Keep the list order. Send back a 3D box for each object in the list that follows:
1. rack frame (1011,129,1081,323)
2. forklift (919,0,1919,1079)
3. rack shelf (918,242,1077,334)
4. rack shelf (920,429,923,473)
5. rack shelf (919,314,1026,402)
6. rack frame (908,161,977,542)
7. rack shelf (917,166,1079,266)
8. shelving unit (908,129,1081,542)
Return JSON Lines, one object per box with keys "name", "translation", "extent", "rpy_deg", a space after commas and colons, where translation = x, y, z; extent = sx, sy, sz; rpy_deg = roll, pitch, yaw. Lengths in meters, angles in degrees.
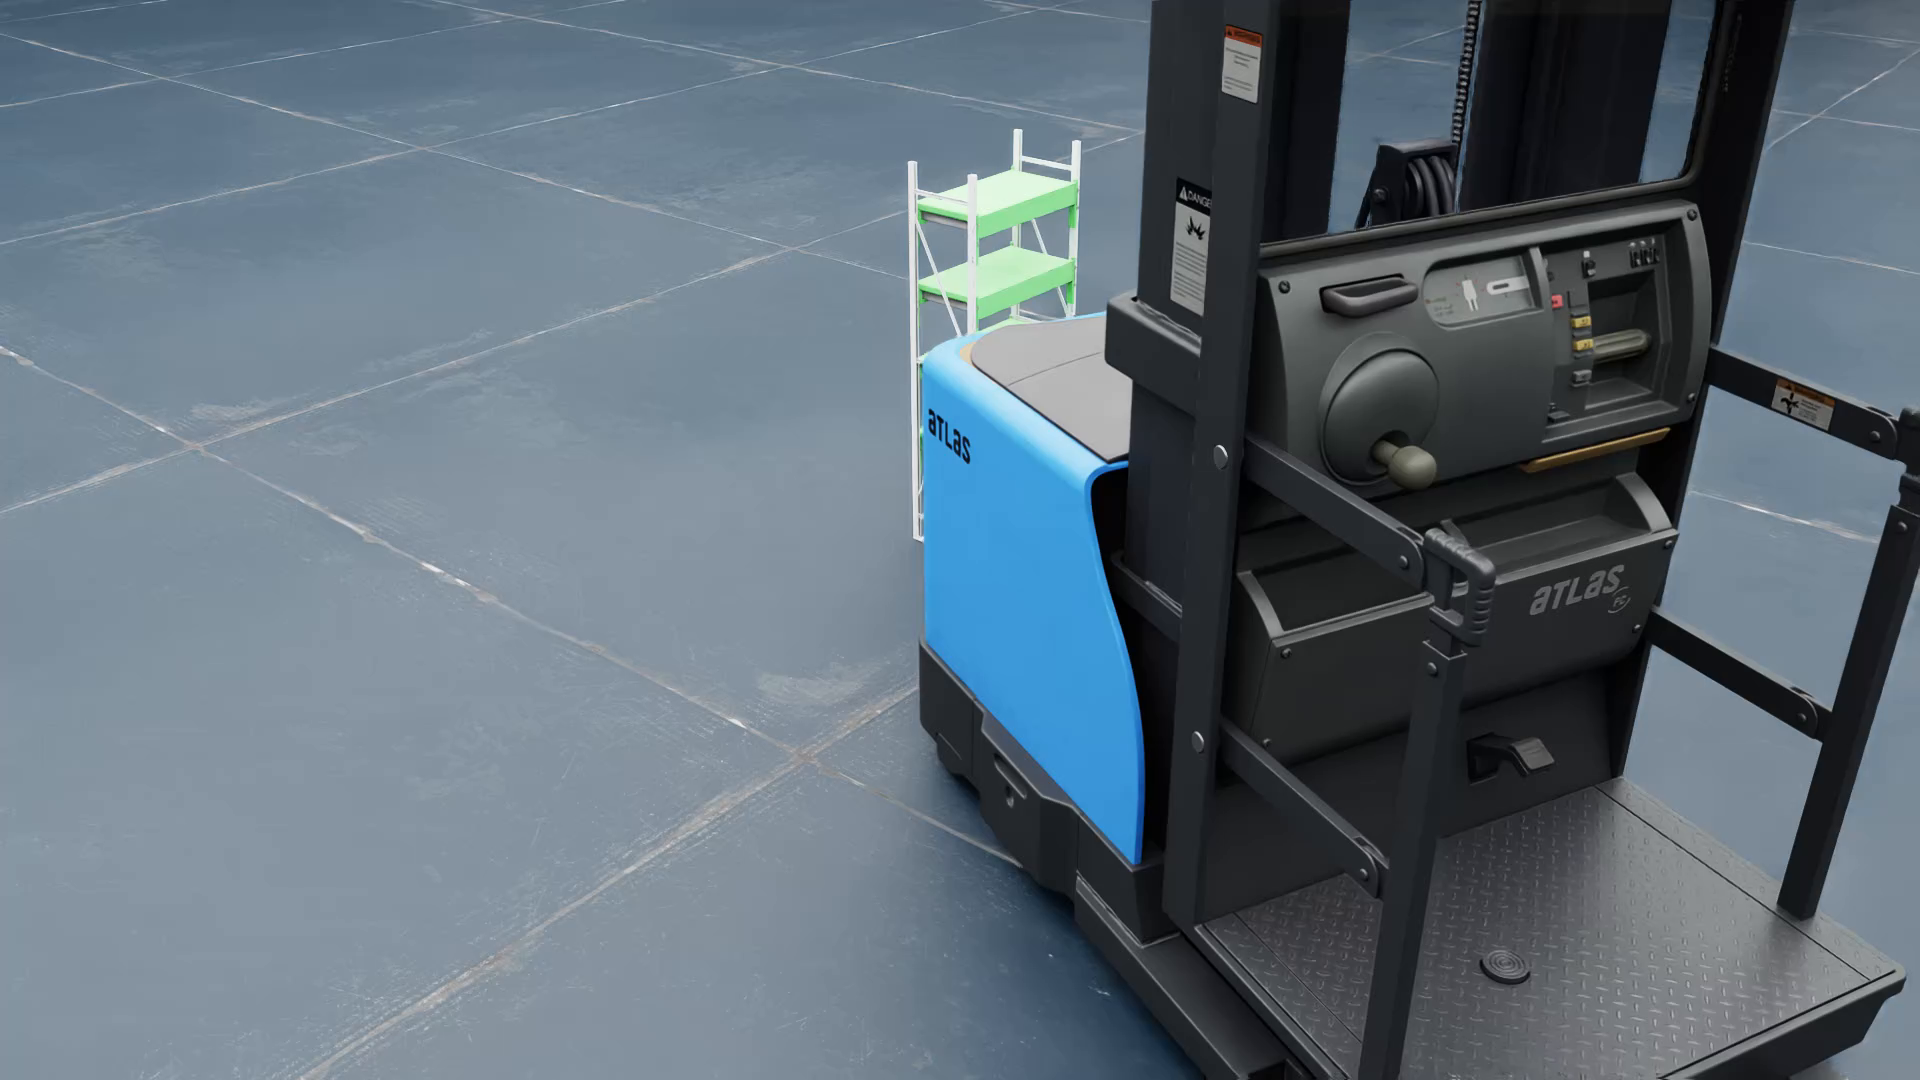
{"name": "rack frame", "translation": [0.261, -0.678, 5.255], "extent": [0.240, 1.200, 0.015], "rpy_deg": [21, 34, 34]}
{"name": "forklift", "translation": [1.007, -0.294, 2.628], "extent": [1.130, 2.935, 3.031], "rpy_deg": [-13, 30, -23]}
{"name": "rack shelf", "translation": [0.105, -0.748, 5.007], "extent": [0.258, 0.148, 0.480], "rpy_deg": [21, 34, 34]}
{"name": "rack shelf", "translation": [0.105, -0.322, 5.227], "extent": [0.258, 0.148, 0.480], "rpy_deg": [21, 34, 34]}
{"name": "rack shelf", "translation": [0.105, -0.535, 5.117], "extent": [0.258, 0.148, 0.480], "rpy_deg": [21, 34, 34]}
{"name": "rack frame", "translation": [-0.050, -0.505, 4.921], "extent": [0.240, 1.200, 0.015], "rpy_deg": [21, 34, 34]}
{"name": "rack shelf", "translation": [0.105, -0.961, 4.897], "extent": [0.258, 0.148, 0.480], "rpy_deg": [21, 34, 34]}
{"name": "shelving unit", "translation": [0.105, -0.592, 5.088], "extent": [0.258, 1.200, 0.503], "rpy_deg": [21, 34, 34]}
